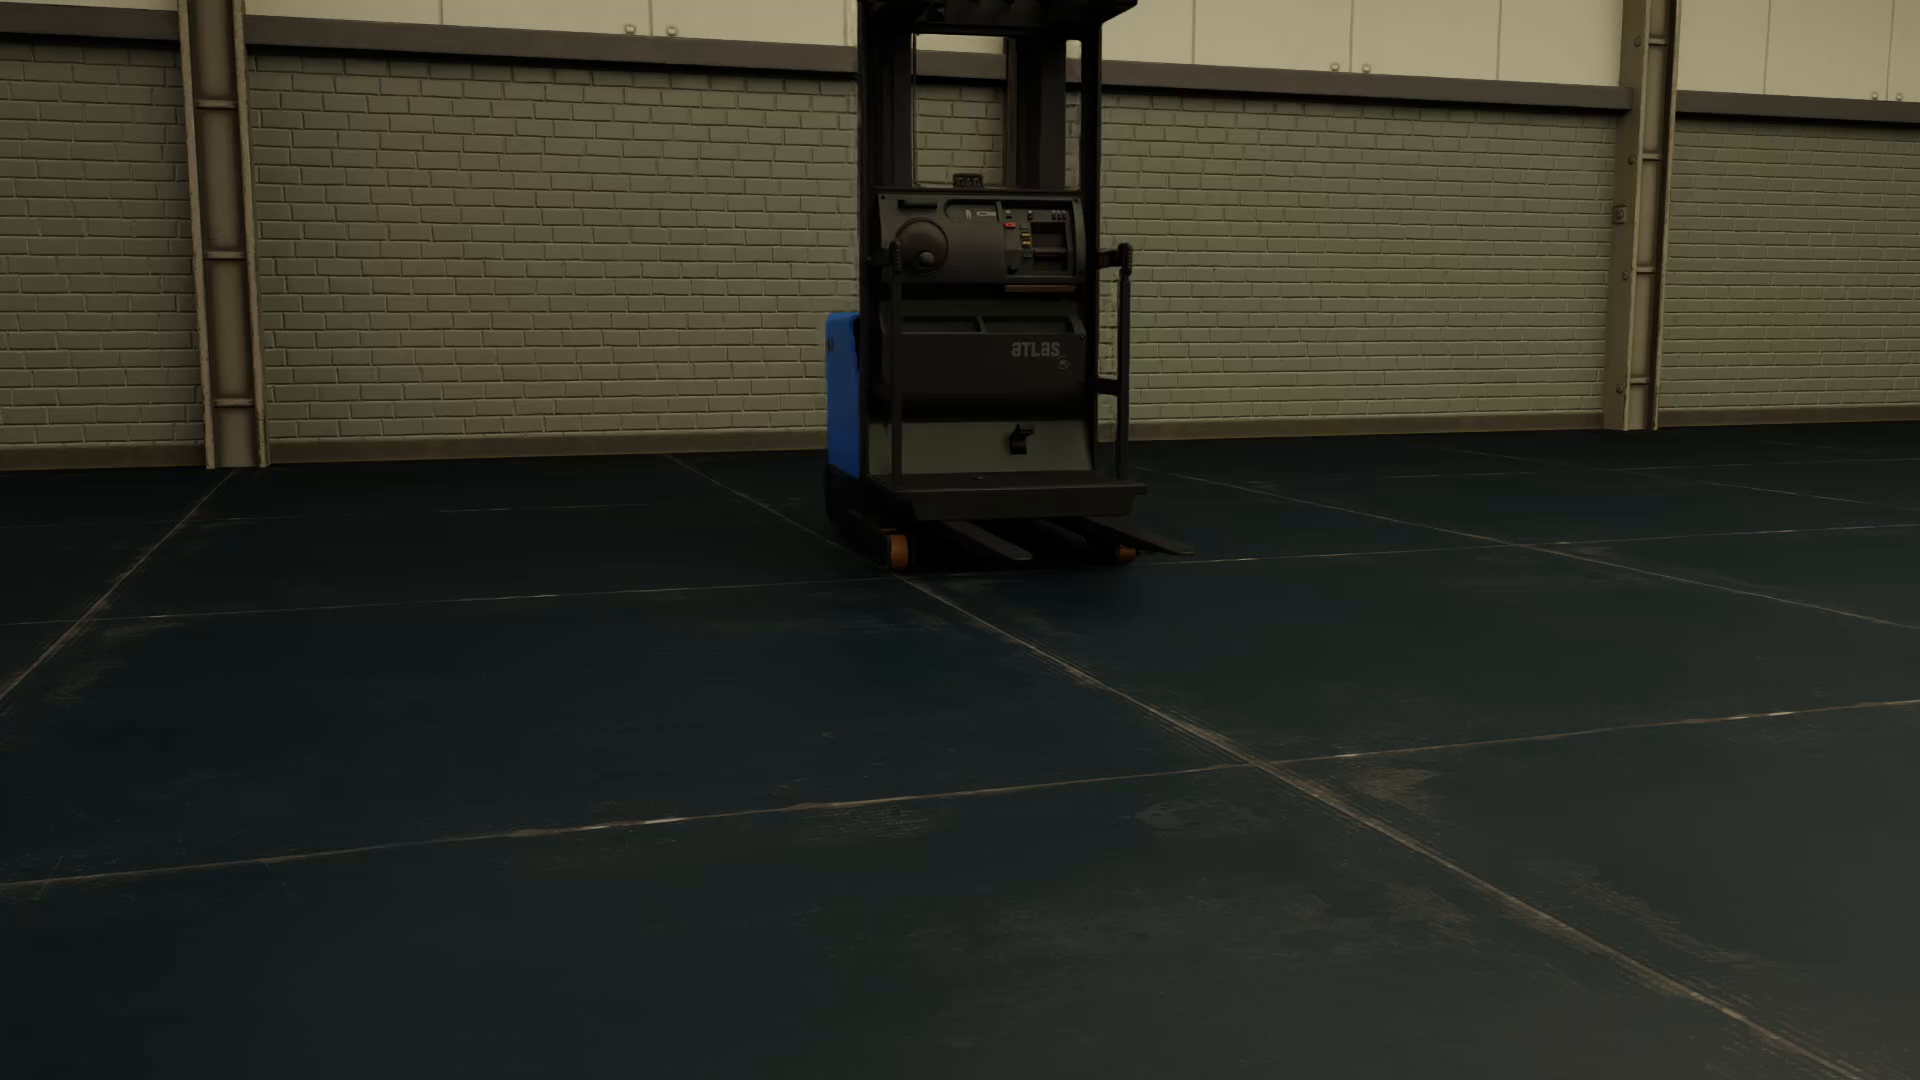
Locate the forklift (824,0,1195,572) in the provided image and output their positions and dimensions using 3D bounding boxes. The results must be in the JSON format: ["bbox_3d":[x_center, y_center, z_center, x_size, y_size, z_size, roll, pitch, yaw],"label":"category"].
[{"bbox_3d":[0.152,-1.373,7.140,1.130,2.935,3.031,-2,8,-14],"label":"forklift"}]
